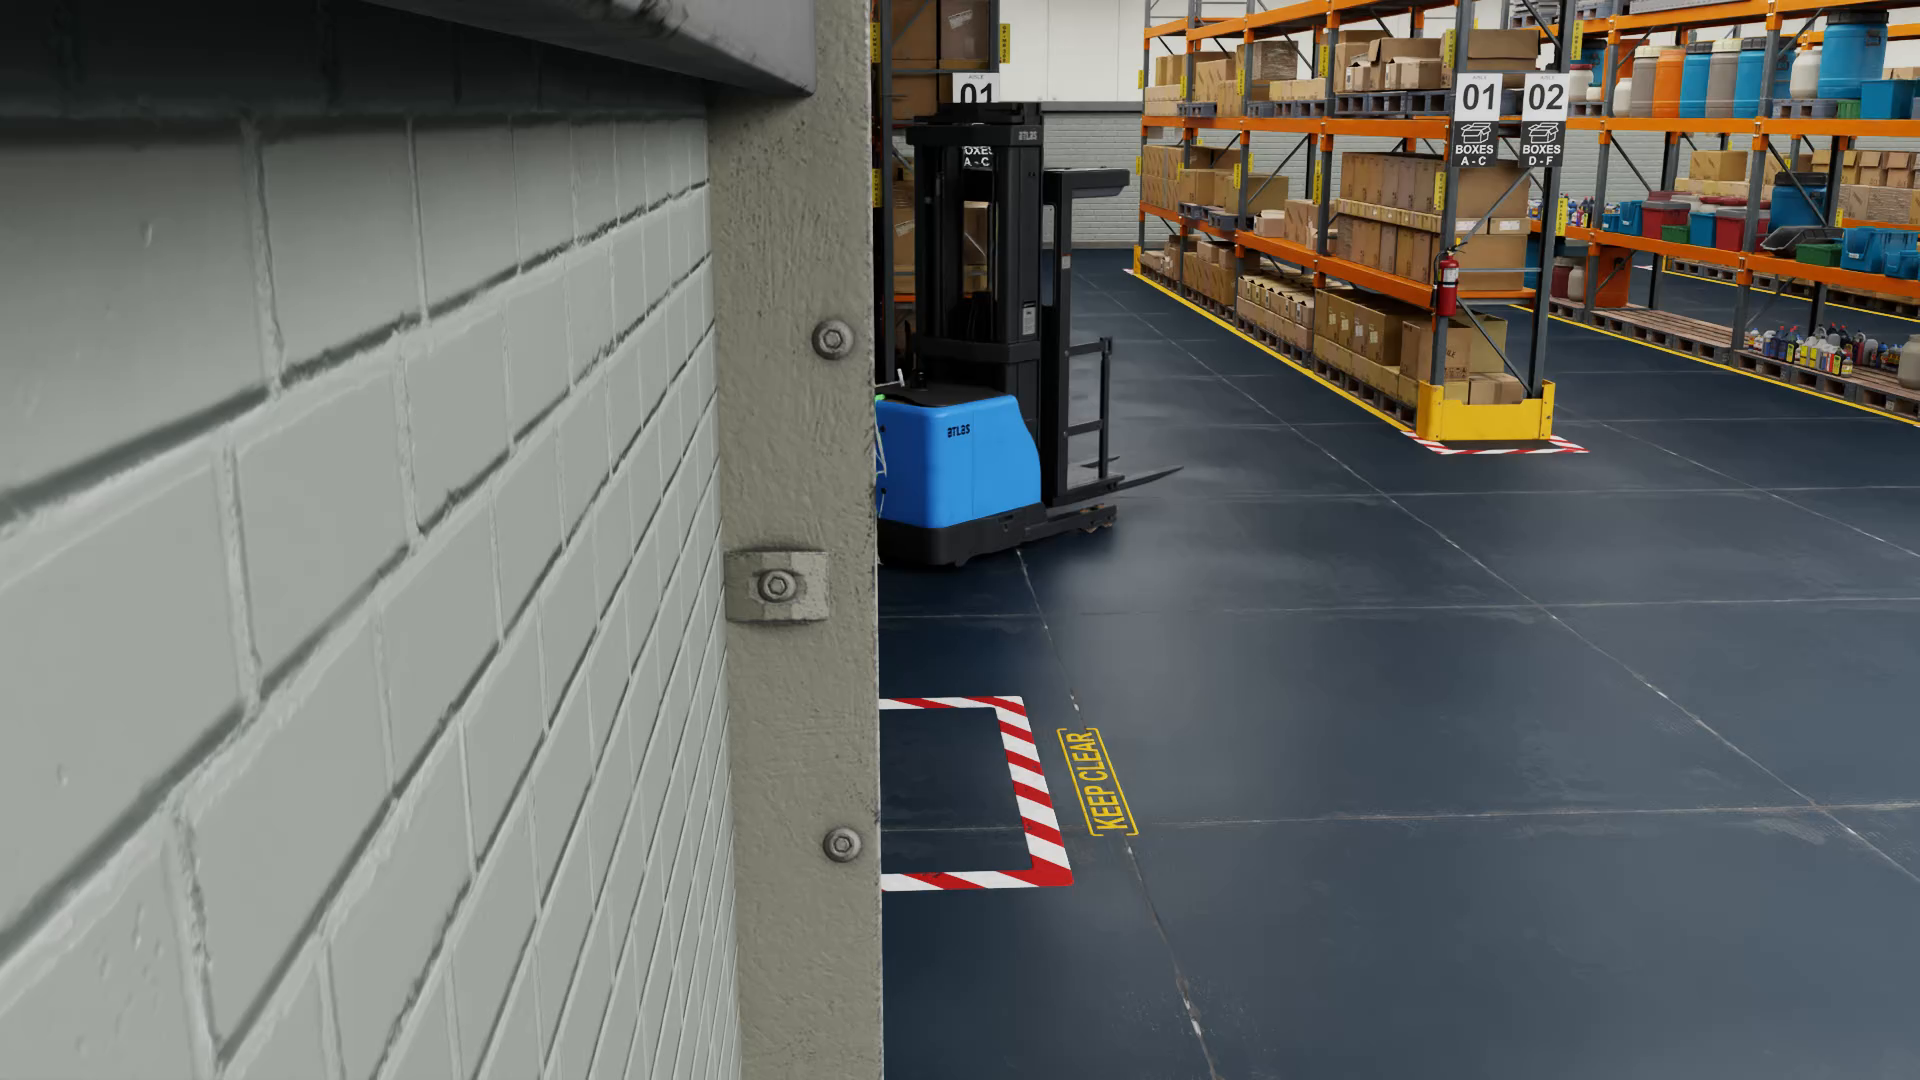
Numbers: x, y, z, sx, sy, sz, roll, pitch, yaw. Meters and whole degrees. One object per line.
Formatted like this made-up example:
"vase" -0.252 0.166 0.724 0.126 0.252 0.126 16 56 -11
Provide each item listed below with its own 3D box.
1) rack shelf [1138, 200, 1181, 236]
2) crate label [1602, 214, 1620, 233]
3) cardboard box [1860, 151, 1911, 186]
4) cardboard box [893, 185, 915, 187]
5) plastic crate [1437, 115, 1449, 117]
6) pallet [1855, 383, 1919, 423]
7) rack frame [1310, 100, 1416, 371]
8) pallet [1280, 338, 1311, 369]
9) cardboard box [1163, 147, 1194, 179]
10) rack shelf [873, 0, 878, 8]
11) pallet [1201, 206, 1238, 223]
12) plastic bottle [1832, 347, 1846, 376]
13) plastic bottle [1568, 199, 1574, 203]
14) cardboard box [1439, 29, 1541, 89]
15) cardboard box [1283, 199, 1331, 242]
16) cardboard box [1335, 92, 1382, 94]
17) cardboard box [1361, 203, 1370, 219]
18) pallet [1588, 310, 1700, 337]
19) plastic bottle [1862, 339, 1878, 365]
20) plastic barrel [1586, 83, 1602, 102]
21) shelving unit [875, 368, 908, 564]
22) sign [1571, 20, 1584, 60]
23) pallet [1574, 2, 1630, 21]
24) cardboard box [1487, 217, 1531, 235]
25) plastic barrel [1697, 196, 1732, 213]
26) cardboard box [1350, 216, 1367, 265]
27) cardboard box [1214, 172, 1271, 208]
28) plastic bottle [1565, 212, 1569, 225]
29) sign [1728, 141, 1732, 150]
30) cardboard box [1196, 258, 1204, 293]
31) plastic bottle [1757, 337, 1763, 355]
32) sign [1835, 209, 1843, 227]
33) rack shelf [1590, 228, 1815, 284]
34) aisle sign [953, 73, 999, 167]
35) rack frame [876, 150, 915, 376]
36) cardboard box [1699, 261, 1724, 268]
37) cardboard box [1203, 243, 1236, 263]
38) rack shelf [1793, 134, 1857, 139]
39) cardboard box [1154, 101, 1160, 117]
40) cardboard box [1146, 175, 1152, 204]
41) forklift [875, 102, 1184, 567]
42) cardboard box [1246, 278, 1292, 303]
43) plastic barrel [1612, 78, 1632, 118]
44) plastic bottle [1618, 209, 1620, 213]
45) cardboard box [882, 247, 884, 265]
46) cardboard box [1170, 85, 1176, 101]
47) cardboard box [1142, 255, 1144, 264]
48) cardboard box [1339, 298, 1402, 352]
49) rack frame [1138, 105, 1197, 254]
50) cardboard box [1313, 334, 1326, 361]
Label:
"rack shelf" 3.910 -5.538 28.475 1.077 0.370 4.000 -1 14 -3
"crate label" 8.878 -4.278 22.470 0.303 0.233 0.416 -1 14 -3
"cardboard box" 14.055 -5.591 25.024 0.797 0.503 0.637 0 14 -2
"cardboard box" -0.511 -4.013 20.020 0.700 0.500 0.500 1 14 4
"plastic crate" 8.551 -7.498 28.752 0.504 0.338 0.767 -1 14 -3
"pallet" 9.625 -1.350 16.350 1.003 0.211 1.213 -1 14 -3
"rack frame" 4.530 -3.399 18.719 1.000 3.000 0.127 -1 14 -3
"pallet" 4.445 -2.232 19.776 1.003 0.211 1.213 -1 14 -3
"cardboard box" 3.679 -6.296 27.770 0.500 0.500 0.500 -1 14 -3
"rack shelf" -0.290 -5.380 15.827 1.077 0.370 4.000 -1 14 -3
"pallet" 4.157 -4.785 24.489 1.003 0.211 1.213 -1 14 -3
"plastic bottle" 9.145 -1.857 17.291 0.061 0.283 0.133 -1 14 -2
"plastic bottle" 9.379 -5.095 25.559 0.152 0.276 0.135 -1 14 -3
"cardboard box" 4.746 -4.322 14.952 0.797 0.503 0.637 0 14 0
"cardboard box" 4.402 -4.026 20.952 0.500 0.500 0.500 -2 15 -6
"cardboard box" 4.501 -5.136 18.908 0.500 0.250 0.500 1 14 2
"cardboard box" 4.417 -3.438 17.367 0.380 0.149 0.250 -1 14 -5
"pallet" 9.235 -2.926 22.475 1.003 0.211 1.213 -1 14 -3
"plastic bottle" 9.839 -2.045 18.037 0.152 0.276 0.135 -1 14 -2
"plastic barrel" 9.013 -6.323 23.498 0.301 0.262 0.301 0 14 0
"shelving unit" -0.467 -0.489 10.992 0.258 1.200 0.503 -9 10 27
"sign" 5.332 -4.326 14.388 0.100 0.325 0.005 -1 14 -3
"pallet" 9.212 -7.270 22.904 1.213 0.211 1.003 -1 14 -3
"cardboard box" 4.968 -2.868 15.152 0.380 0.149 0.250 -1 14 -4
"plastic barrel" 9.561 -4.072 21.061 0.433 0.535 0.433 0 14 0
"cardboard box" 4.603 -3.207 17.769 0.700 0.500 0.500 -1 14 -4
"cardboard box" 4.205 -5.202 24.683 0.700 0.500 0.500 -5 15 -18
"plastic bottle" 8.754 -4.627 23.887 0.097 0.201 0.097 0 14 0
"sign" 14.216 -7.216 30.754 0.100 0.325 0.005 -1 14 -3
"cardboard box" 3.888 -4.011 25.228 0.500 0.500 0.500 -1 14 -3
"plastic bottle" 9.069 -2.196 18.776 0.097 0.201 0.097 0 14 0
"sign" 10.024 -3.615 19.000 0.100 0.325 0.005 -1 14 -3
"rack shelf" 9.350 -3.624 21.035 1.077 0.370 4.000 -1 14 -3
"aisle sign" 0.137 -3.573 14.176 0.394 0.787 0.004 -1 14 -3
"rack frame" -0.414 -3.322 18.418 1.000 3.000 0.127 -1 14 -3
"cardboard box" 13.850 -5.326 29.628 0.875 0.875 0.875 -1 14 -3
"cardboard box" 3.914 -4.257 24.681 0.500 0.250 0.500 -1 14 -4
"rack shelf" 14.045 -6.148 24.825 1.077 0.370 4.000 -1 14 -3
"cardboard box" 3.615 -7.383 28.484 0.500 0.250 0.500 -1 14 -3
"cardboard box" 3.588 -6.190 29.363 0.500 0.500 0.500 -1 14 -4
"forklift" 0.470 -1.544 11.647 1.130 2.935 3.031 13 19 40
"cardboard box" 4.062 -3.272 21.775 0.500 0.311 0.500 -1 14 -5
"plastic barrel" 8.939 -5.895 22.173 0.421 0.512 0.421 0 14 0
"plastic bottle" 9.493 -4.637 23.779 0.152 0.276 0.135 -1 14 -3
"cardboard box" -0.553 -3.013 17.477 0.500 0.250 0.500 -1 14 -5
"cardboard box" 3.705 -7.252 26.972 0.500 0.250 0.500 -1 14 -3
"cardboard box" 3.485 -5.053 29.949 0.380 0.166 0.250 -1 14 -3
"cardboard box" 4.308 -2.266 17.482 0.500 0.500 0.500 -1 14 -3
"rack frame" 3.786 -6.384 30.318 1.000 3.000 0.127 -1 14 -3
"cardboard box" 4.256 -2.151 18.543 0.500 0.250 0.500 -1 14 -3
